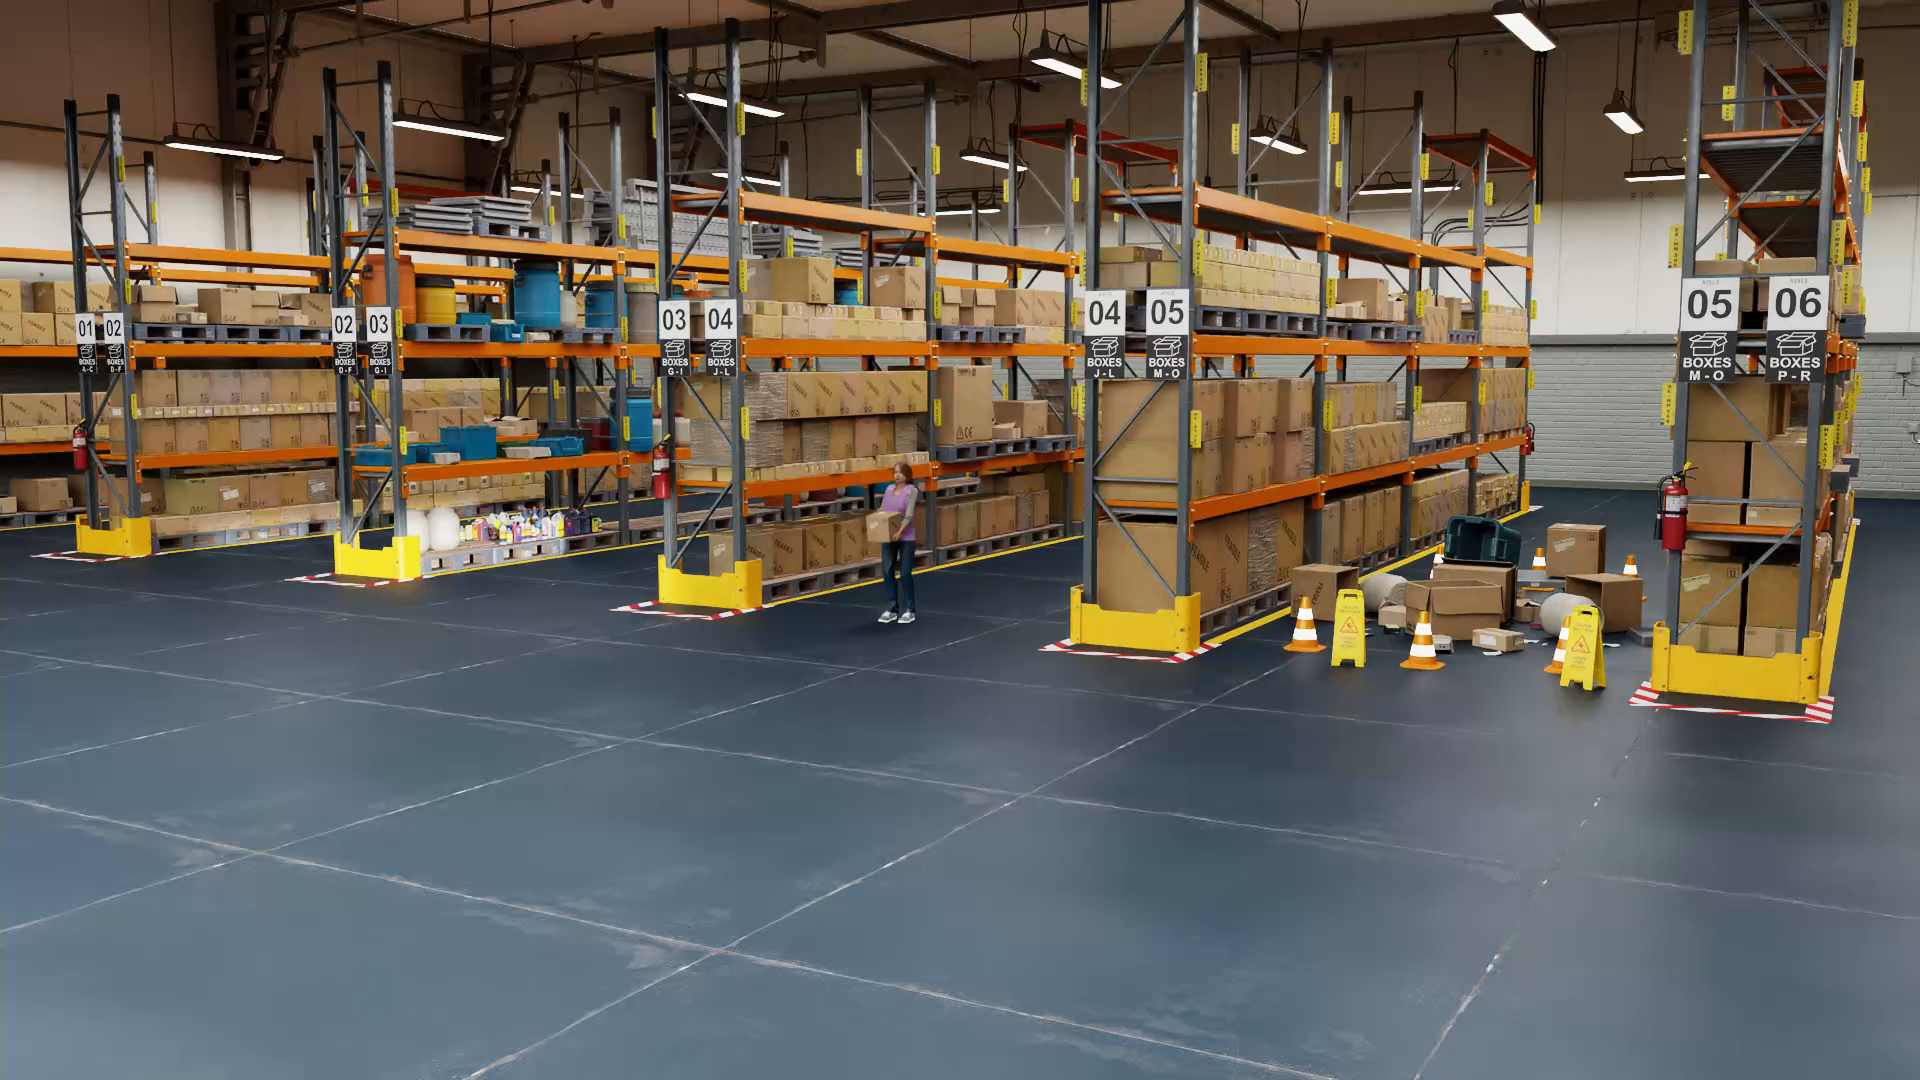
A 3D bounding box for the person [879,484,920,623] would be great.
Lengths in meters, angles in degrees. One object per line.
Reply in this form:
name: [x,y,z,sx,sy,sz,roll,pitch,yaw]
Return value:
person: [-0.611,0.132,16.426,0.351,1.367,0.362,3,7,29]
